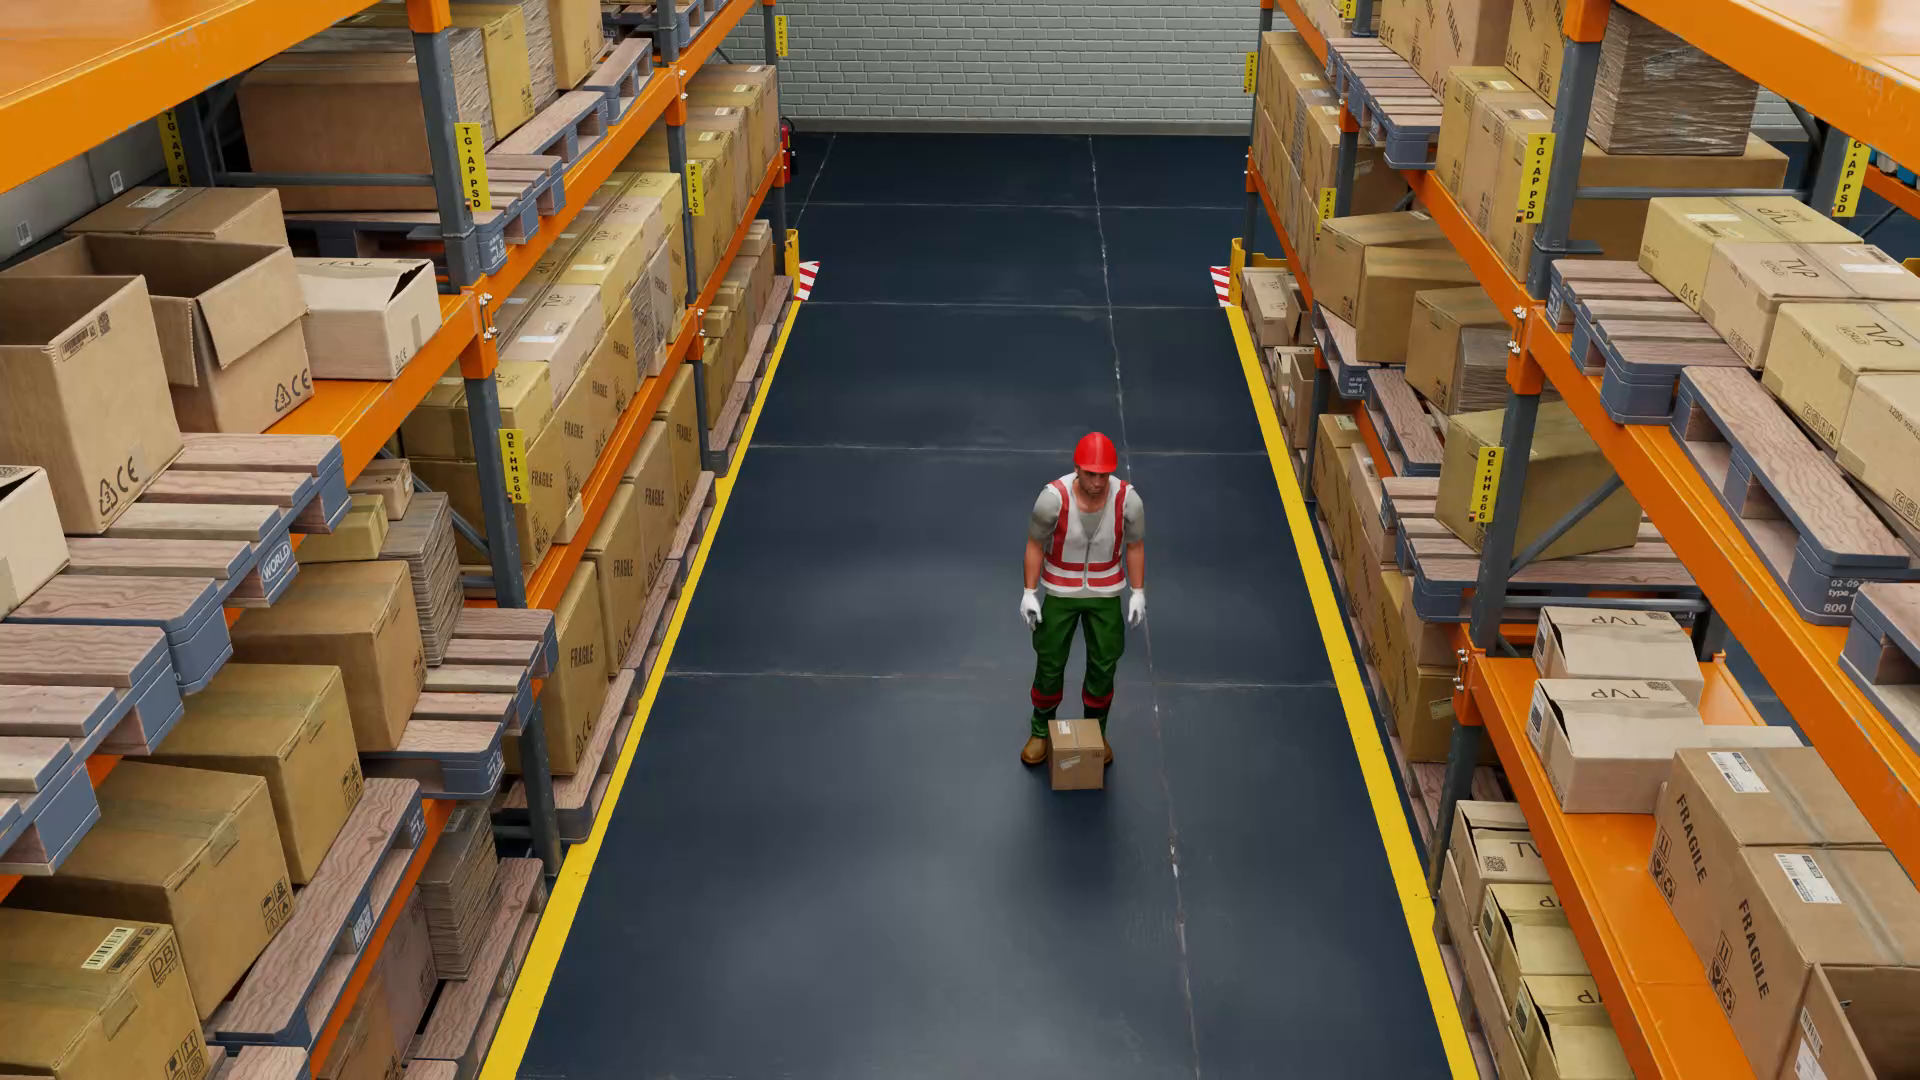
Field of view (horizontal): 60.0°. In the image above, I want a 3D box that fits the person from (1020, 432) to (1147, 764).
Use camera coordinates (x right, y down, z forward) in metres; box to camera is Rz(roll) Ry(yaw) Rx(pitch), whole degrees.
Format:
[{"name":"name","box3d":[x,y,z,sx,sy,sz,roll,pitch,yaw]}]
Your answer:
[{"name":"person","box3d":[0.601,0.279,8.072,0.620,1.780,0.447,-1,28,-1]}]
